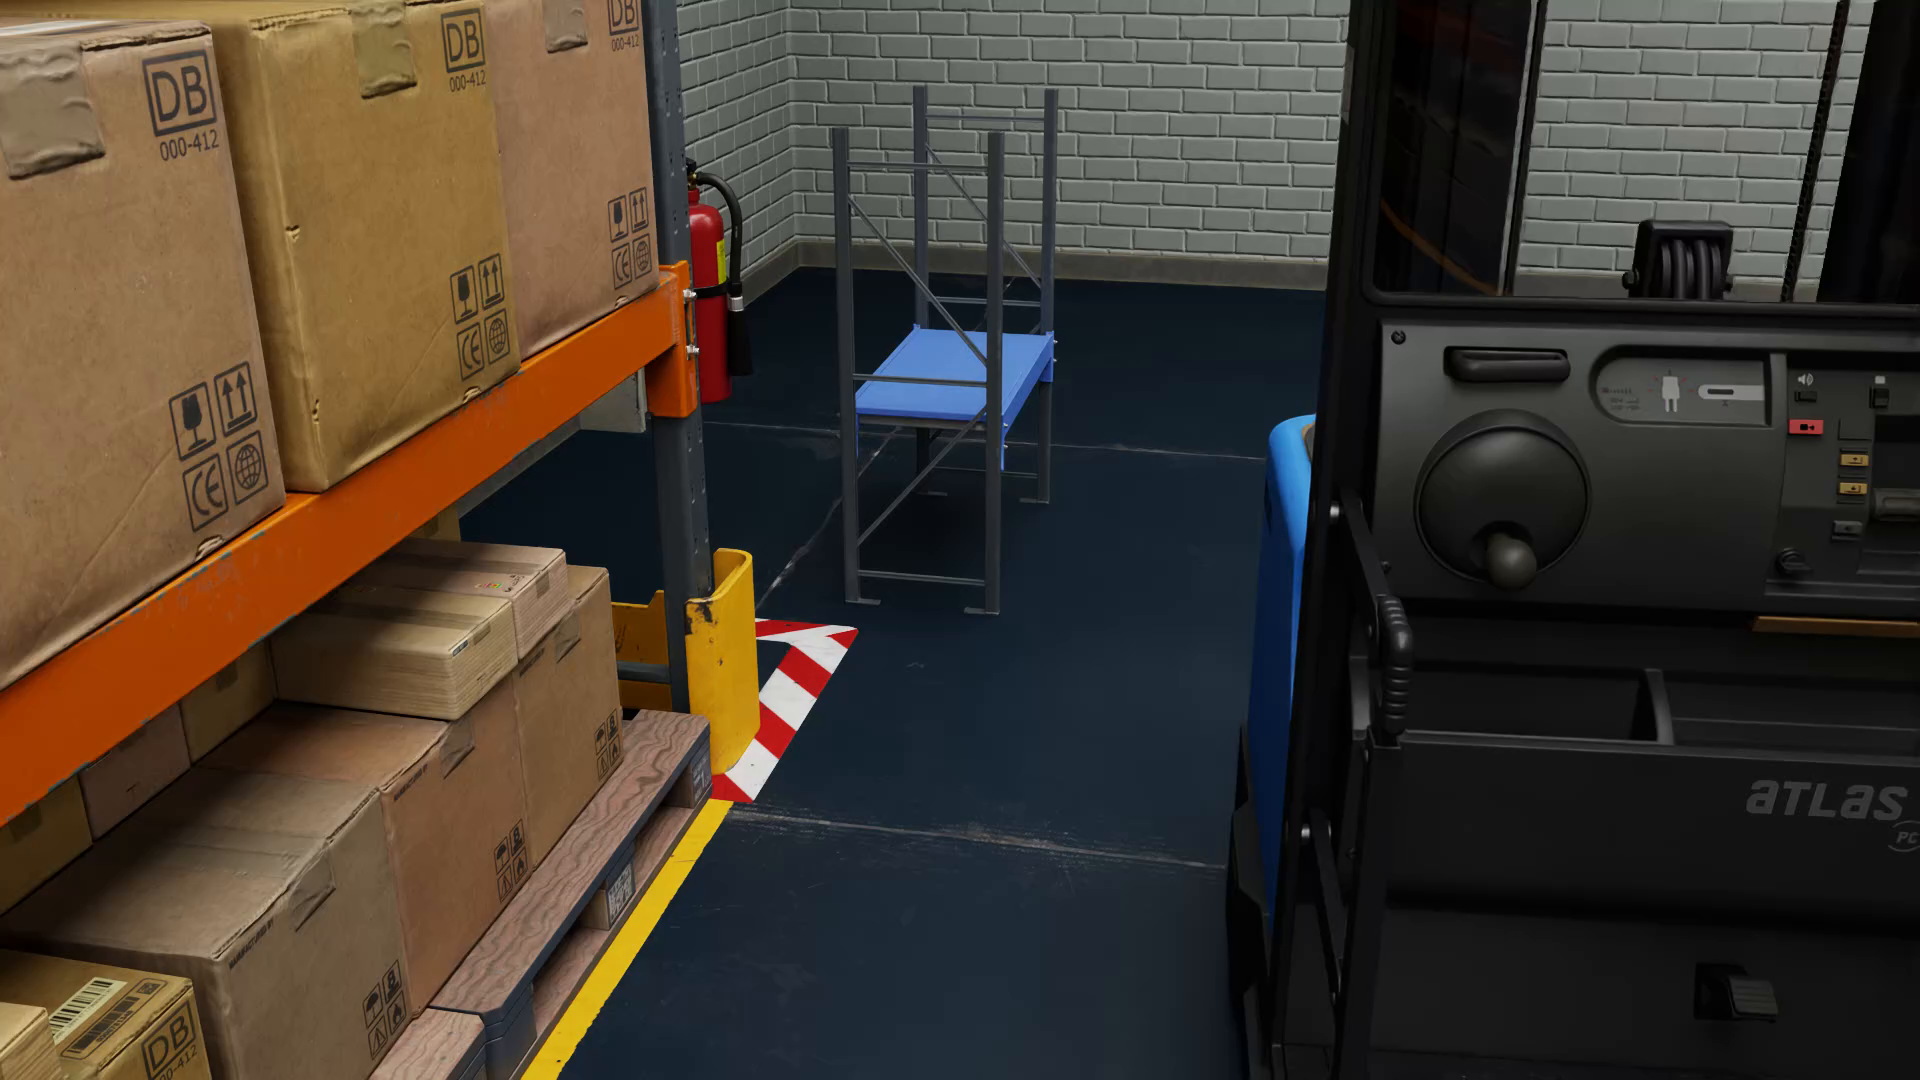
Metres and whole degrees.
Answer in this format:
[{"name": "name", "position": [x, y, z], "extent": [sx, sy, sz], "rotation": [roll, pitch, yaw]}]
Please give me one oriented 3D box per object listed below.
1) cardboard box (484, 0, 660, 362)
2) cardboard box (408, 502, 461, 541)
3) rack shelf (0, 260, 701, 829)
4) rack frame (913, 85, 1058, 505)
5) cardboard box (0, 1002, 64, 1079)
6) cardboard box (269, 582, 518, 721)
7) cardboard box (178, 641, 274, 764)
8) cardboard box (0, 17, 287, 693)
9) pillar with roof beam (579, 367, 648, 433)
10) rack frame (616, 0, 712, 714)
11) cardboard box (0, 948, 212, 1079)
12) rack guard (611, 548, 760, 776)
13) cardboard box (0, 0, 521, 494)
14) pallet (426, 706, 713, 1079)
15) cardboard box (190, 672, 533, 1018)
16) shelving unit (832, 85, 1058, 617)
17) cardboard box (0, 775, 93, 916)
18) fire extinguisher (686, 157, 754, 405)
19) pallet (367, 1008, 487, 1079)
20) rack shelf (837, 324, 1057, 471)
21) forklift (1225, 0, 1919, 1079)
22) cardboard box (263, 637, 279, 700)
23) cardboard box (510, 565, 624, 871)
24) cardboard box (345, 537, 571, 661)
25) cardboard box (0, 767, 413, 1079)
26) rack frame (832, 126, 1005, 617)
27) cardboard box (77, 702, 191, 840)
[{"name": "cardboard box", "position": [-1.244, -0.822, 3.478], "extent": [0.980, 0.700, 0.700], "rotation": [5, 23, 13]}, {"name": "cardboard box", "position": [-1.365, -0.004, 3.763], "extent": [0.380, 0.149, 0.250], "rotation": [5, 22, 11]}, {"name": "rack shelf", "position": [-1.558, 0.195, 2.317], "extent": [1.077, 0.370, 4.000], "rotation": [4, 22, 11]}, {"name": "rack frame", "position": [0.086, -0.850, 5.958], "extent": [0.500, 1.500, 0.032], "rotation": [4, 22, 11]}, {"name": "cardboard box", "position": [-1.358, 0.689, 2.044], "extent": [0.380, 0.149, 0.250], "rotation": [4, 22, 9]}, {"name": "cardboard box", "position": [-1.094, 0.212, 3.228], "extent": [0.380, 0.149, 0.250], "rotation": [5, 22, 12]}, {"name": "cardboard box", "position": [-1.519, 0.273, 3.076], "extent": [0.380, 0.149, 0.250], "rotation": [5, 22, 11]}, {"name": "cardboard box", "position": [-1.546, -0.277, 2.125], "extent": [0.980, 0.700, 0.700], "rotation": [3, 22, 8]}, {"name": "pillar with roof beam", "position": [2.769, -4.378, 4.679], "extent": [9.100, 9.000, 0.400], "rotation": [4, 22, 11]}, {"name": "rack frame", "position": [-1.150, -0.870, 3.999], "extent": [1.000, 3.000, 0.127], "rotation": [4, 22, 11]}, {"name": "cardboard box", "position": [-1.500, 0.921, 2.336], "extent": [0.700, 0.500, 0.500], "rotation": [5, 22, 12]}, {"name": "rack guard", "position": [-1.145, 0.281, 4.488], "extent": [1.175, 0.500, 0.348], "rotation": [4, 22, 11]}, {"name": "cardboard box", "position": [-1.382, -0.555, 2.815], "extent": [0.980, 0.700, 0.700], "rotation": [4, 22, 10]}, {"name": "pallet", "position": [-1.236, 0.722, 3.779], "extent": [1.003, 0.211, 1.213], "rotation": [4, 22, 11]}, {"name": "cardboard box", "position": [-1.297, 0.541, 3.279], "extent": [0.700, 0.500, 0.500], "rotation": [4, 22, 11]}, {"name": "shelving unit", "position": [-0.017, -0.665, 5.496], "extent": [0.538, 1.500, 1.048], "rotation": [4, 22, 11]}, {"name": "cardboard box", "position": [-1.622, 0.460, 2.611], "extent": [0.380, 0.149, 0.250], "rotation": [5, 22, 11]}, {"name": "fire extinguisher", "position": [-0.667, -0.681, 4.133], "extent": [0.296, 0.674, 0.183], "rotation": [4, 22, 11]}, {"name": "pallet", "position": [-1.488, 1.167, 2.675], "extent": [1.003, 0.211, 1.213], "rotation": [4, 22, 11]}, {"name": "rack shelf", "position": [-0.017, -0.498, 5.563], "extent": [0.538, 0.185, 1.000], "rotation": [4, 22, 11]}, {"name": "forklift", "position": [1.039, -0.084, 2.140], "extent": [1.130, 2.935, 3.031], "rotation": [2, 22, 5]}, {"name": "cardboard box", "position": [-1.468, 0.182, 3.303], "extent": [0.380, 0.149, 0.250], "rotation": [5, 22, 11]}, {"name": "cardboard box", "position": [-1.195, 0.358, 3.733], "extent": [0.700, 0.500, 0.500], "rotation": [4, 22, 11]}, {"name": "cardboard box", "position": [-1.043, 0.118, 3.461], "extent": [0.380, 0.149, 0.250], "rotation": [4, 22, 10]}, {"name": "cardboard box", "position": [-1.399, 0.725, 2.822], "extent": [0.700, 0.500, 0.500], "rotation": [4, 22, 9]}, {"name": "rack frame", "position": [-0.121, -0.479, 5.034], "extent": [0.500, 1.500, 0.032], "rotation": [4, 22, 11]}, {"name": "cardboard box", "position": [-1.570, 0.366, 2.845], "extent": [0.380, 0.149, 0.250], "rotation": [5, 22, 12]}]
